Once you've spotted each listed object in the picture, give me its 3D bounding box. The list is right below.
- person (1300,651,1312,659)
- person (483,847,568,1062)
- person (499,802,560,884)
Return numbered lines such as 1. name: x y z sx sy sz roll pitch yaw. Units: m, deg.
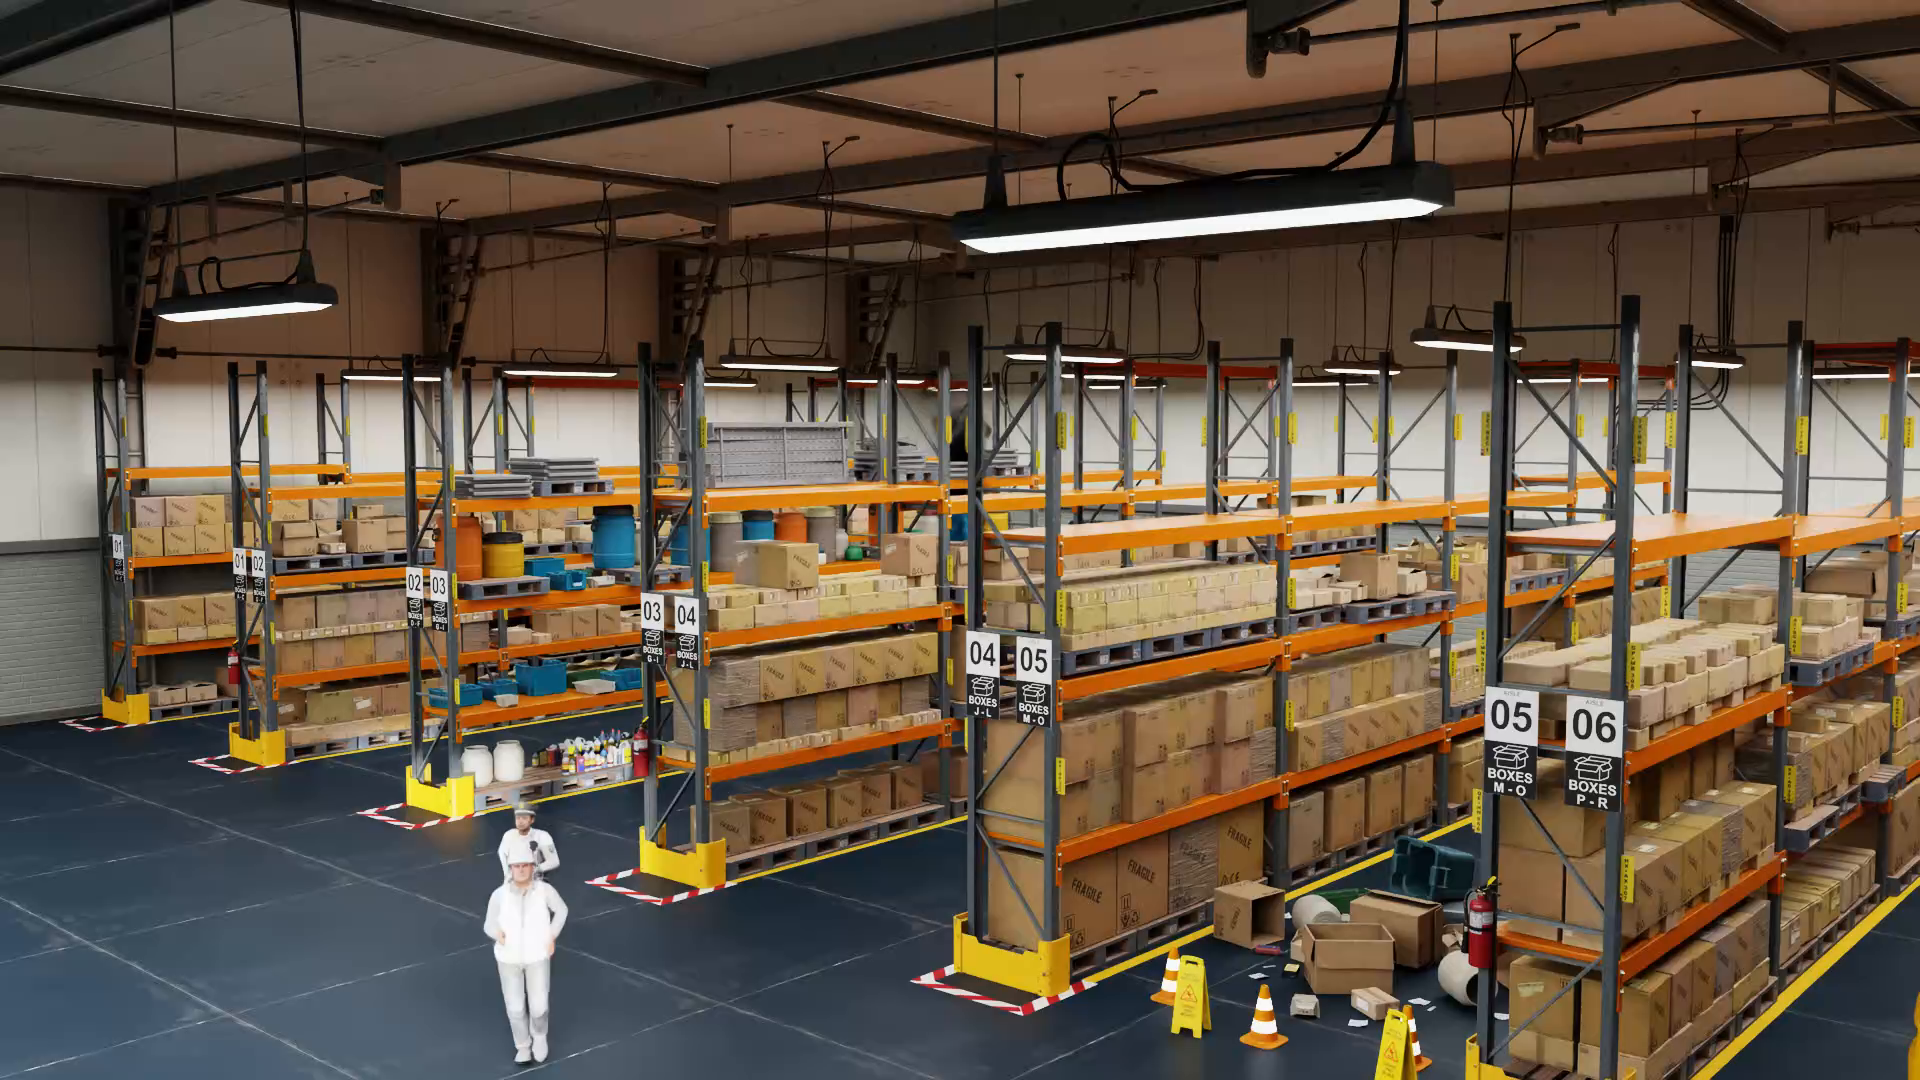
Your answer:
1. person: 5.241 2.496 25.330 0.587 1.627 0.547 3 5 33
2. person: -3.446 3.319 13.175 0.646 1.743 0.610 -1 4 -10
3. person: -3.933 3.223 15.147 0.579 1.740 0.708 0 4 -7
